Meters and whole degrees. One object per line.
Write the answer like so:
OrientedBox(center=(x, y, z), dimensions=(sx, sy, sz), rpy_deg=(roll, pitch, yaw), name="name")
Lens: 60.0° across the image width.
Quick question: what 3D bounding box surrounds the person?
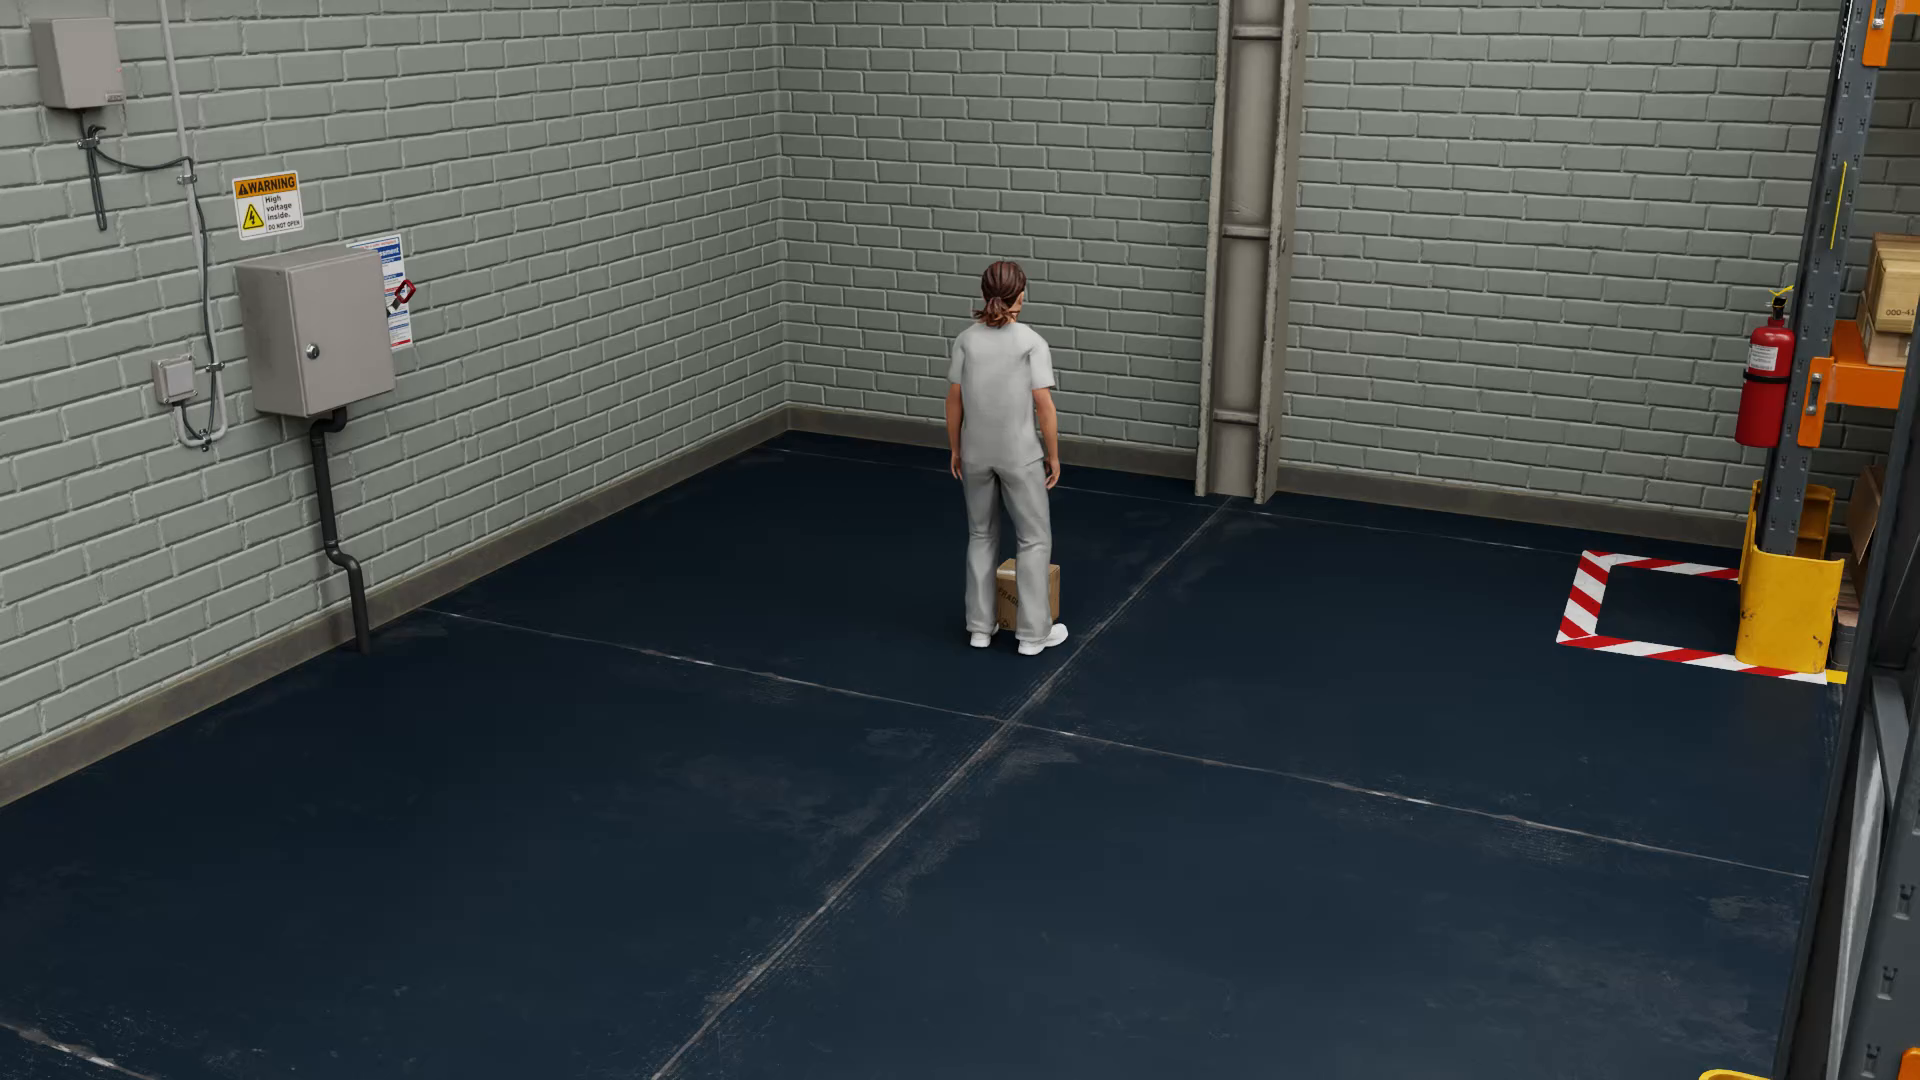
OrientedBox(center=(0.193, -0.342, 7.056), dimensions=(0.512, 1.671, 0.364), rpy_deg=(7, 20, 19), name="person")
